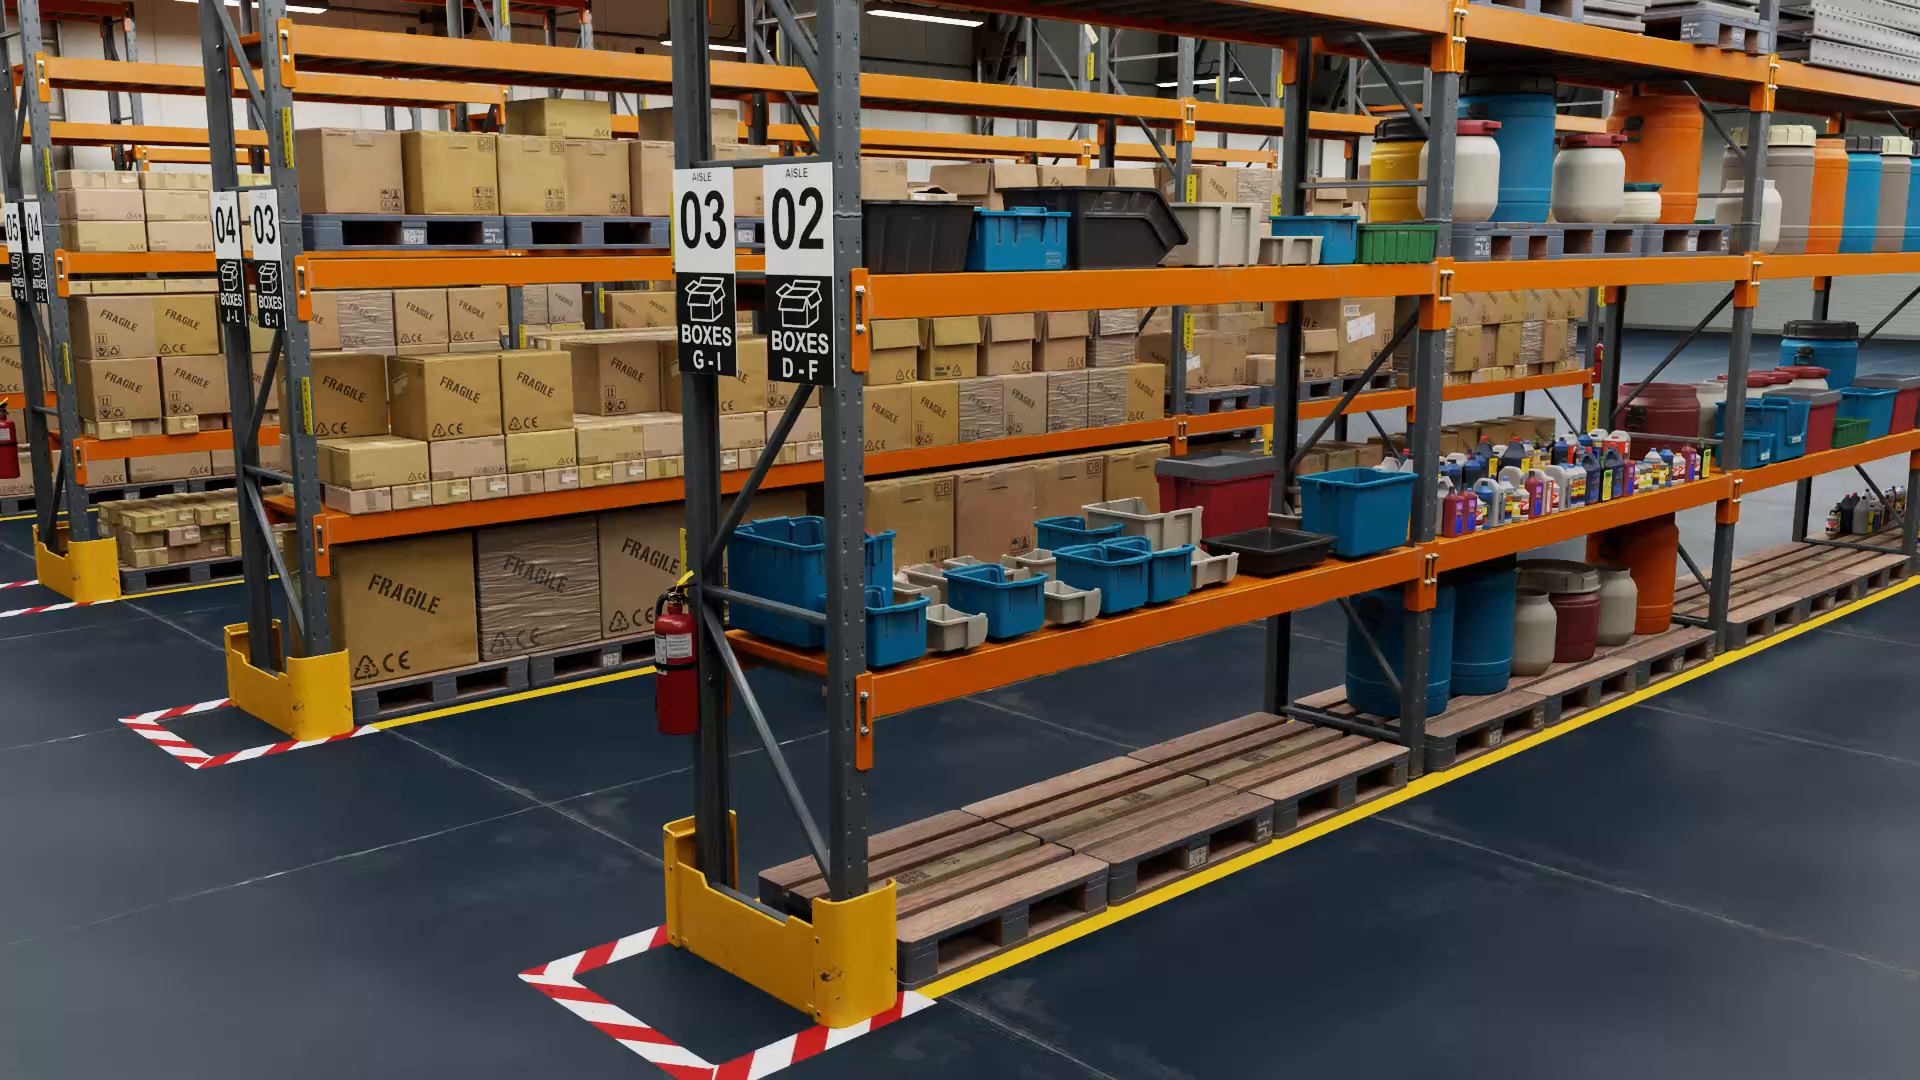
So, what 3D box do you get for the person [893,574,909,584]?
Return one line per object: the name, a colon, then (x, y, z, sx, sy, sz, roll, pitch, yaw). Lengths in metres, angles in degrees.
person: (-0.472, 0.578, 10.933, 0.896, 0.877, 0.557, -10, 14, -43)
